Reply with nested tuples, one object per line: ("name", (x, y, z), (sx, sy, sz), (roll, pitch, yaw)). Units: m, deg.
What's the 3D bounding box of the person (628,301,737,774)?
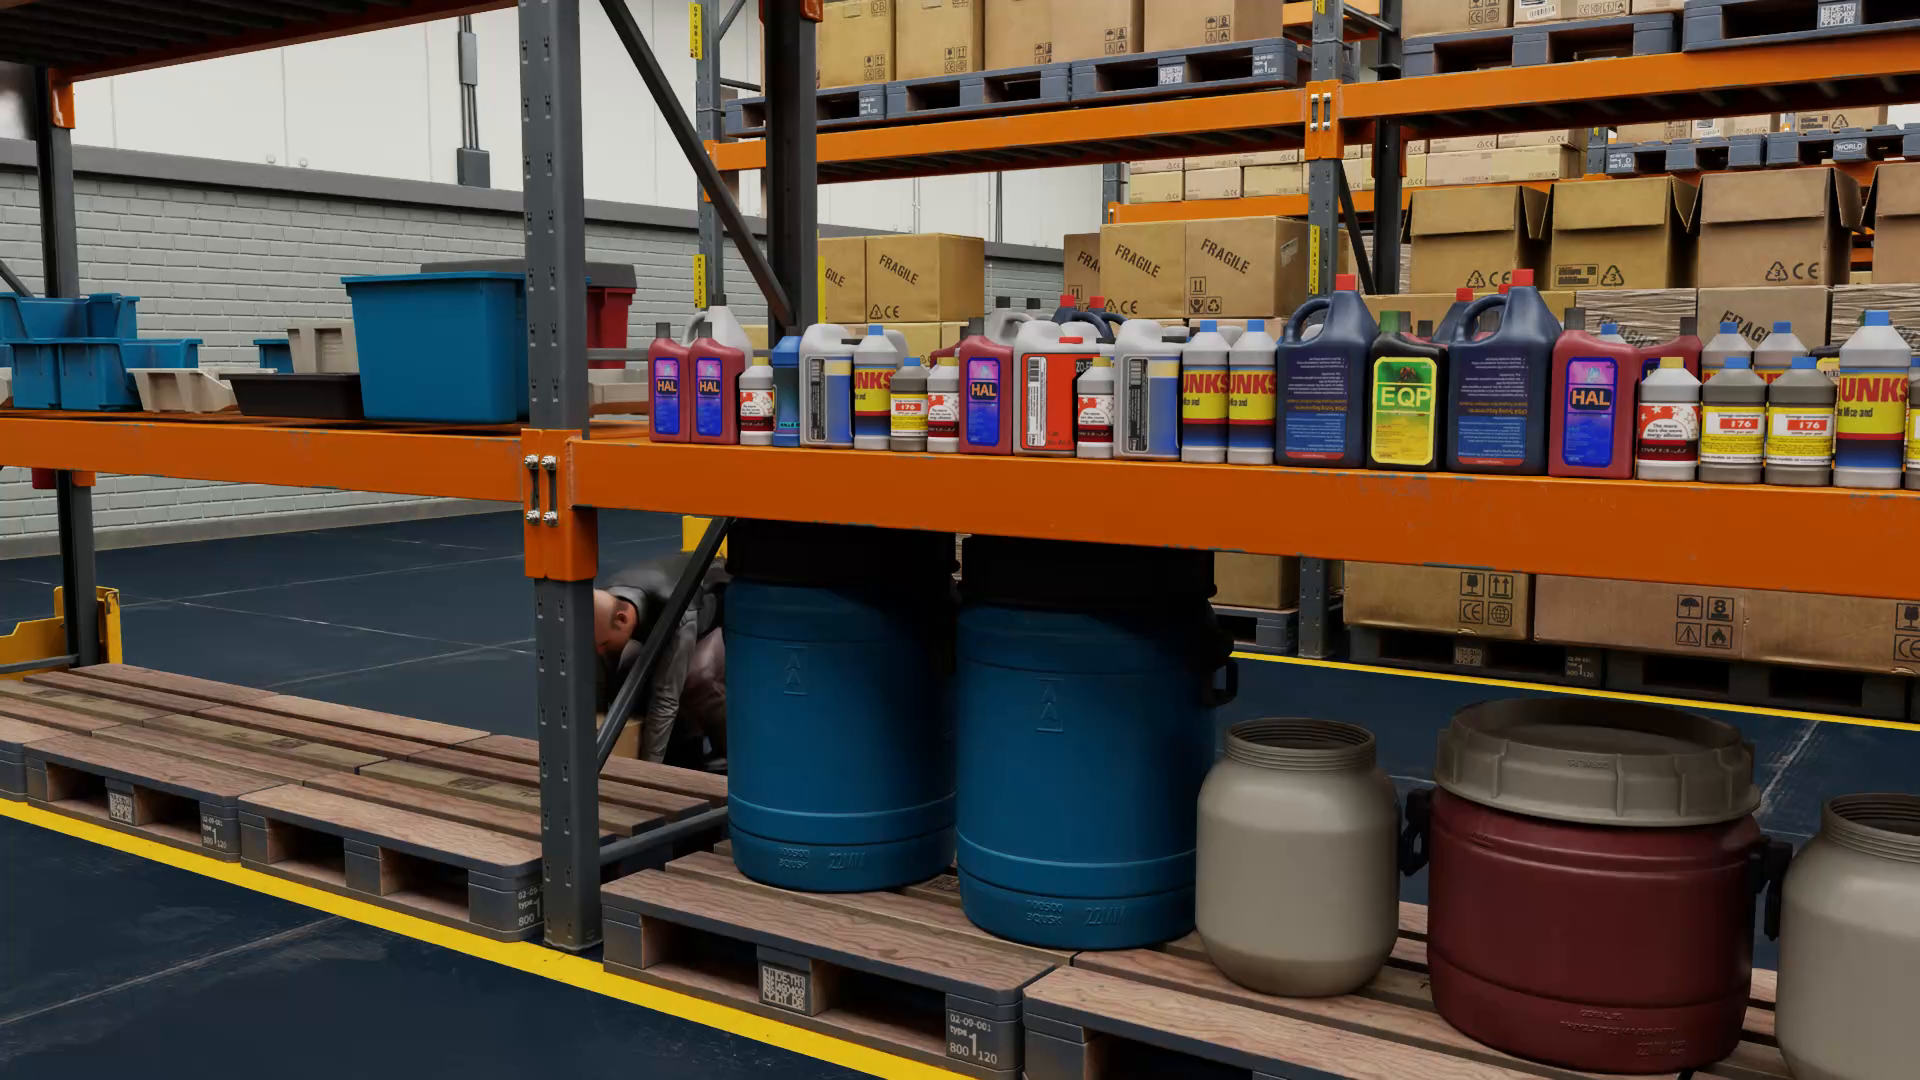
("person", (-0.994, -0.006, 6.039), (0.484, 1.706, 0.581), (4, 7, 32))
